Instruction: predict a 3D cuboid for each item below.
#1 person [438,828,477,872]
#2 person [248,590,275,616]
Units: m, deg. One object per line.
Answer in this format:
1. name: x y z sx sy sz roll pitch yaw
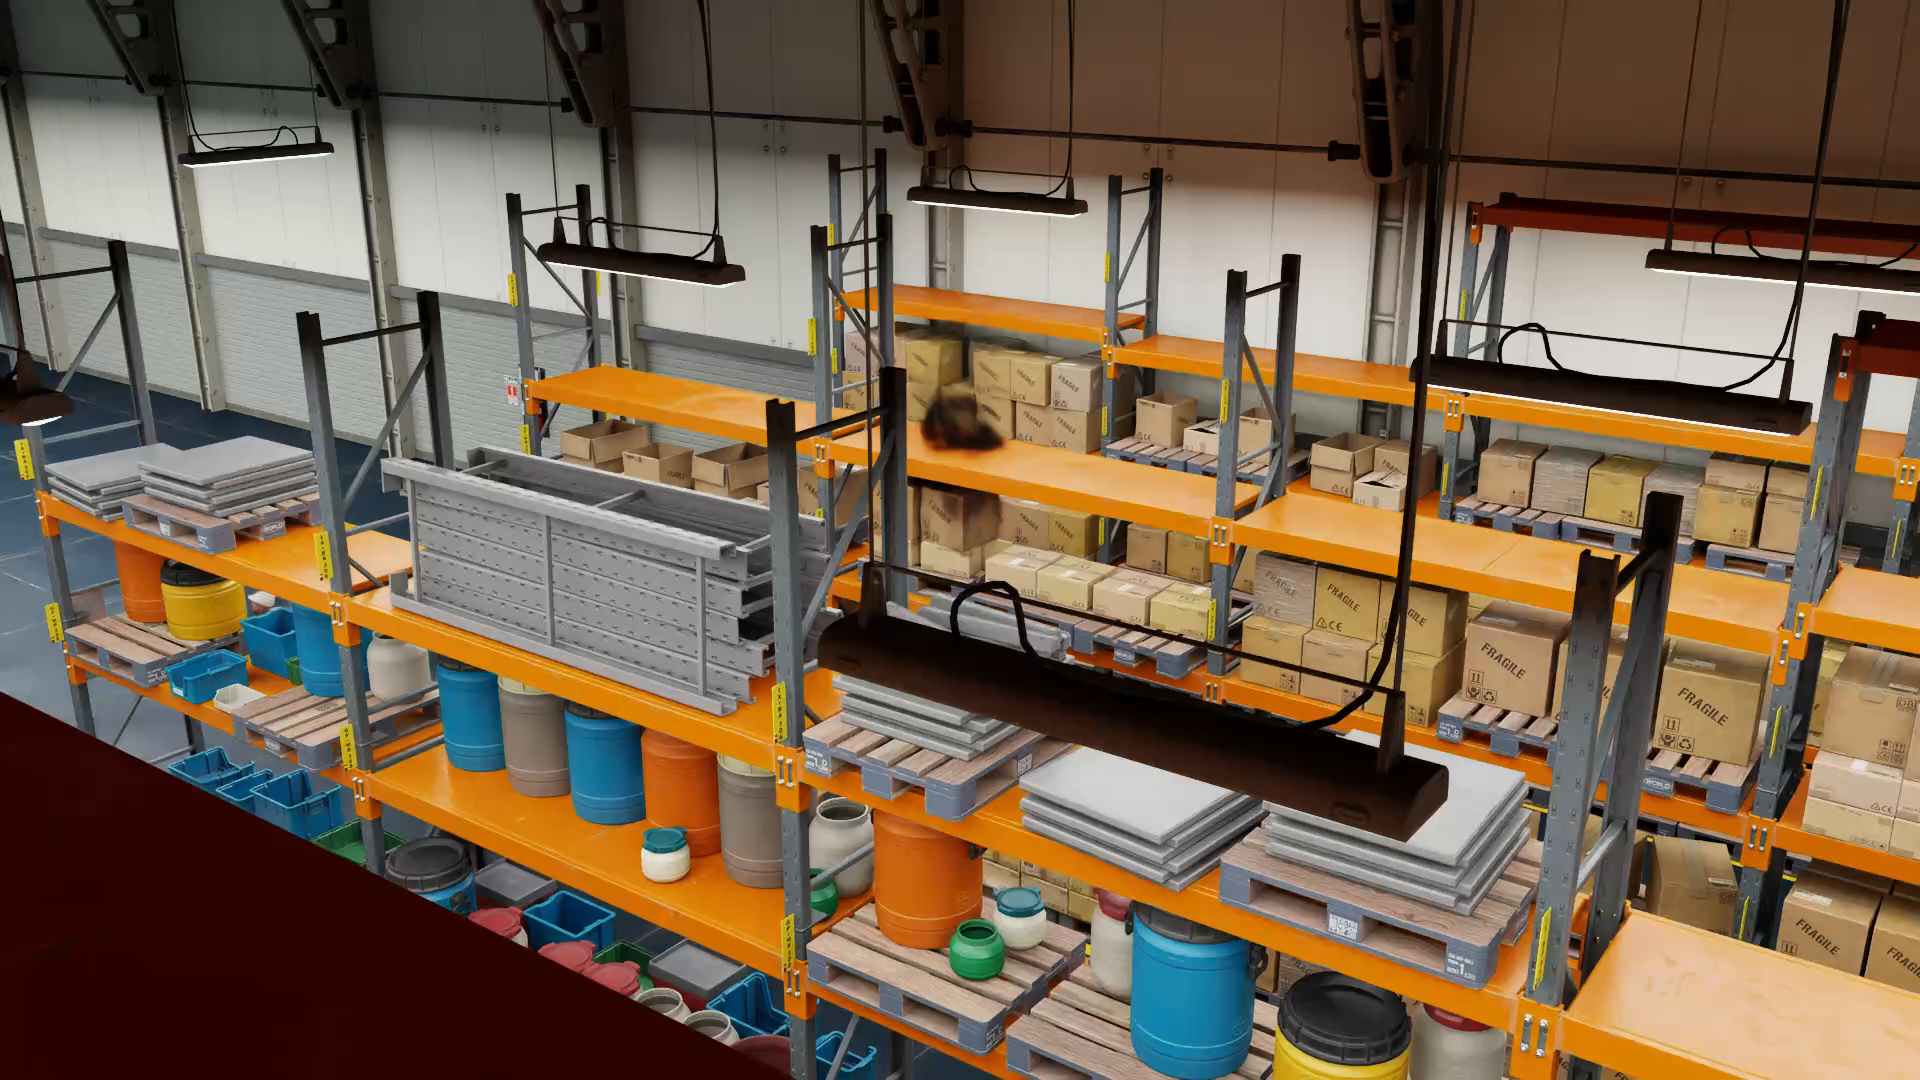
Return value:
1. person: -4.518 2.469 15.108 0.599 1.680 0.692 11 22 31
2. person: -7.509 1.382 18.253 0.749 1.767 0.674 -7 20 -20
